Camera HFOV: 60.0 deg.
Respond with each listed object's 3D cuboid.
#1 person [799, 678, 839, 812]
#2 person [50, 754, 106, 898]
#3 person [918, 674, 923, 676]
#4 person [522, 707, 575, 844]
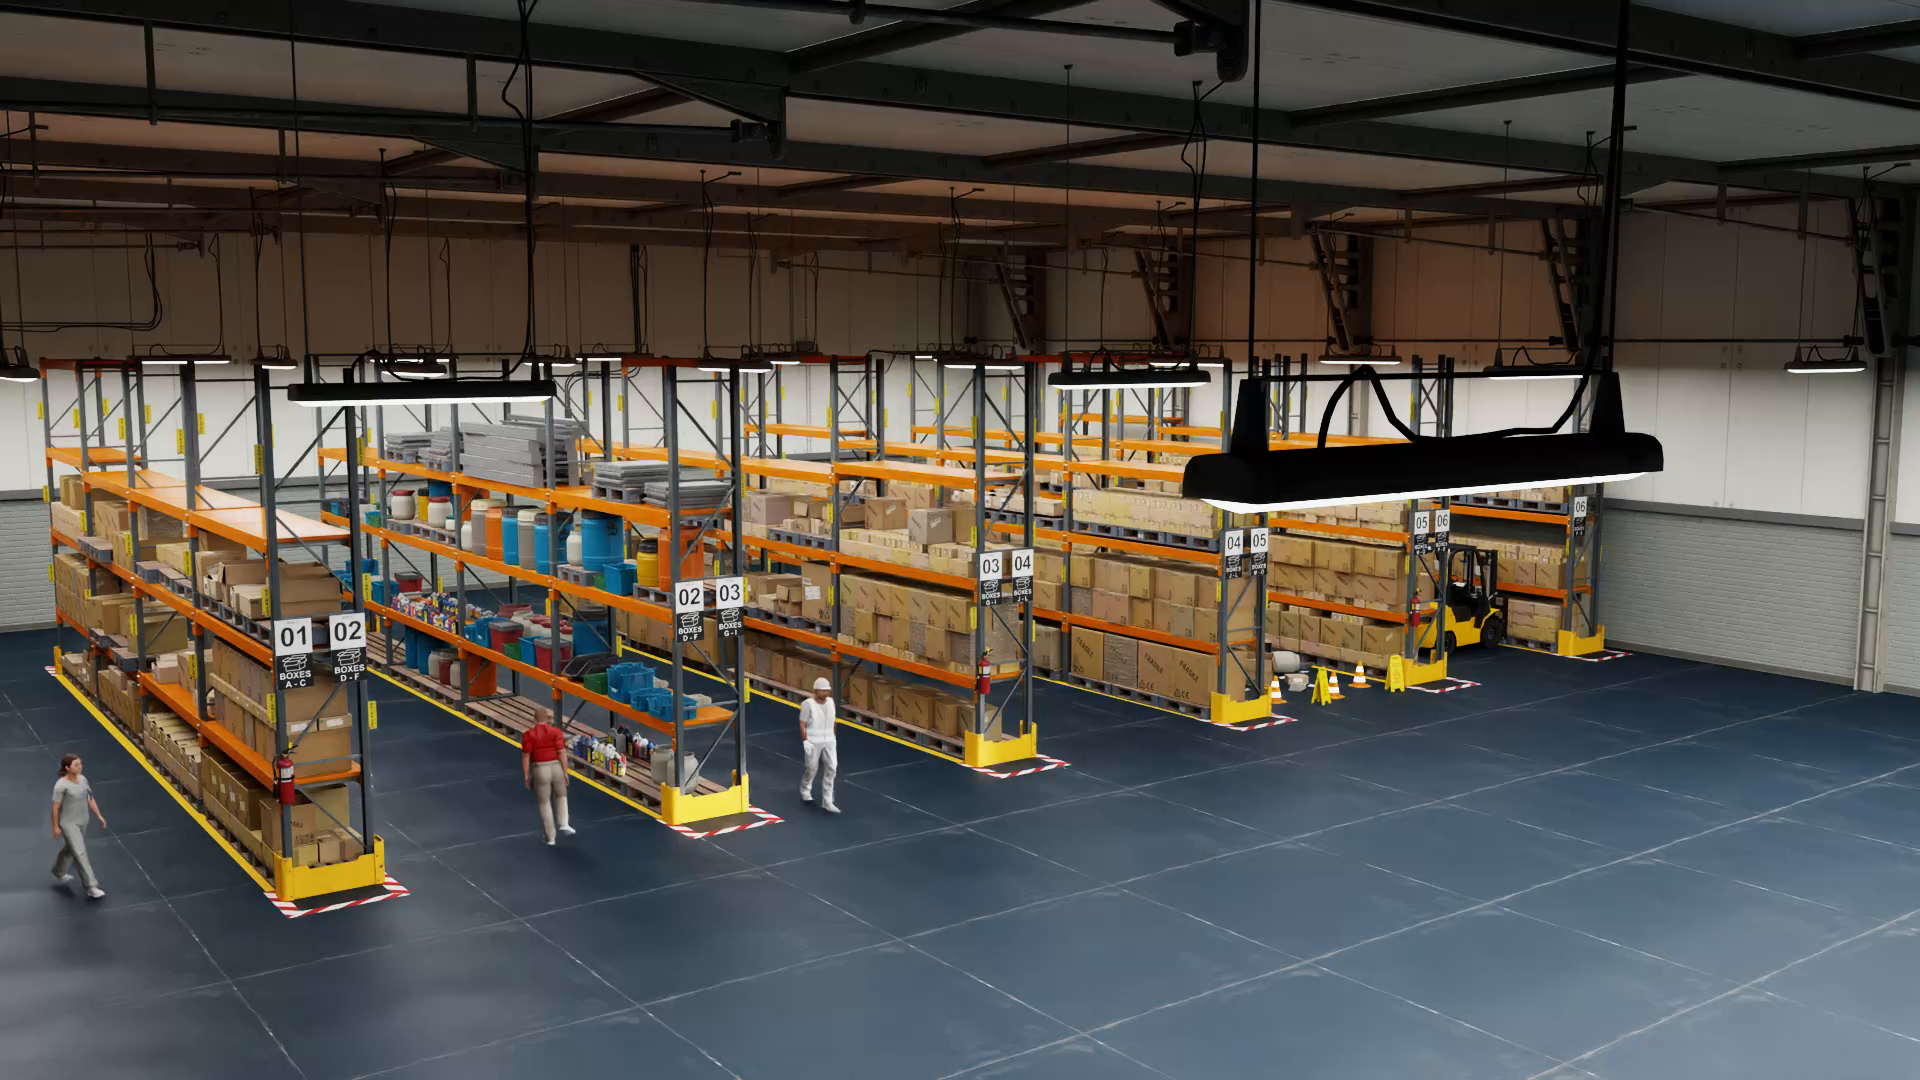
[{"bbox_3d":[-1.878,2.764,22.599,0.650,1.779,0.758,-5,9,-38],"label":"person"},{"bbox_3d":[-10.132,3.229,19.045,1.106,1.603,0.510,3,8,26],"label":"person"},{"bbox_3d":[-0.802,1.726,31.610,0.446,1.610,0.822,-6,9,-39],"label":"person"},{"bbox_3d":[-5.179,2.965,20.941,0.598,1.714,0.493,-3,8,-26],"label":"person"}]
